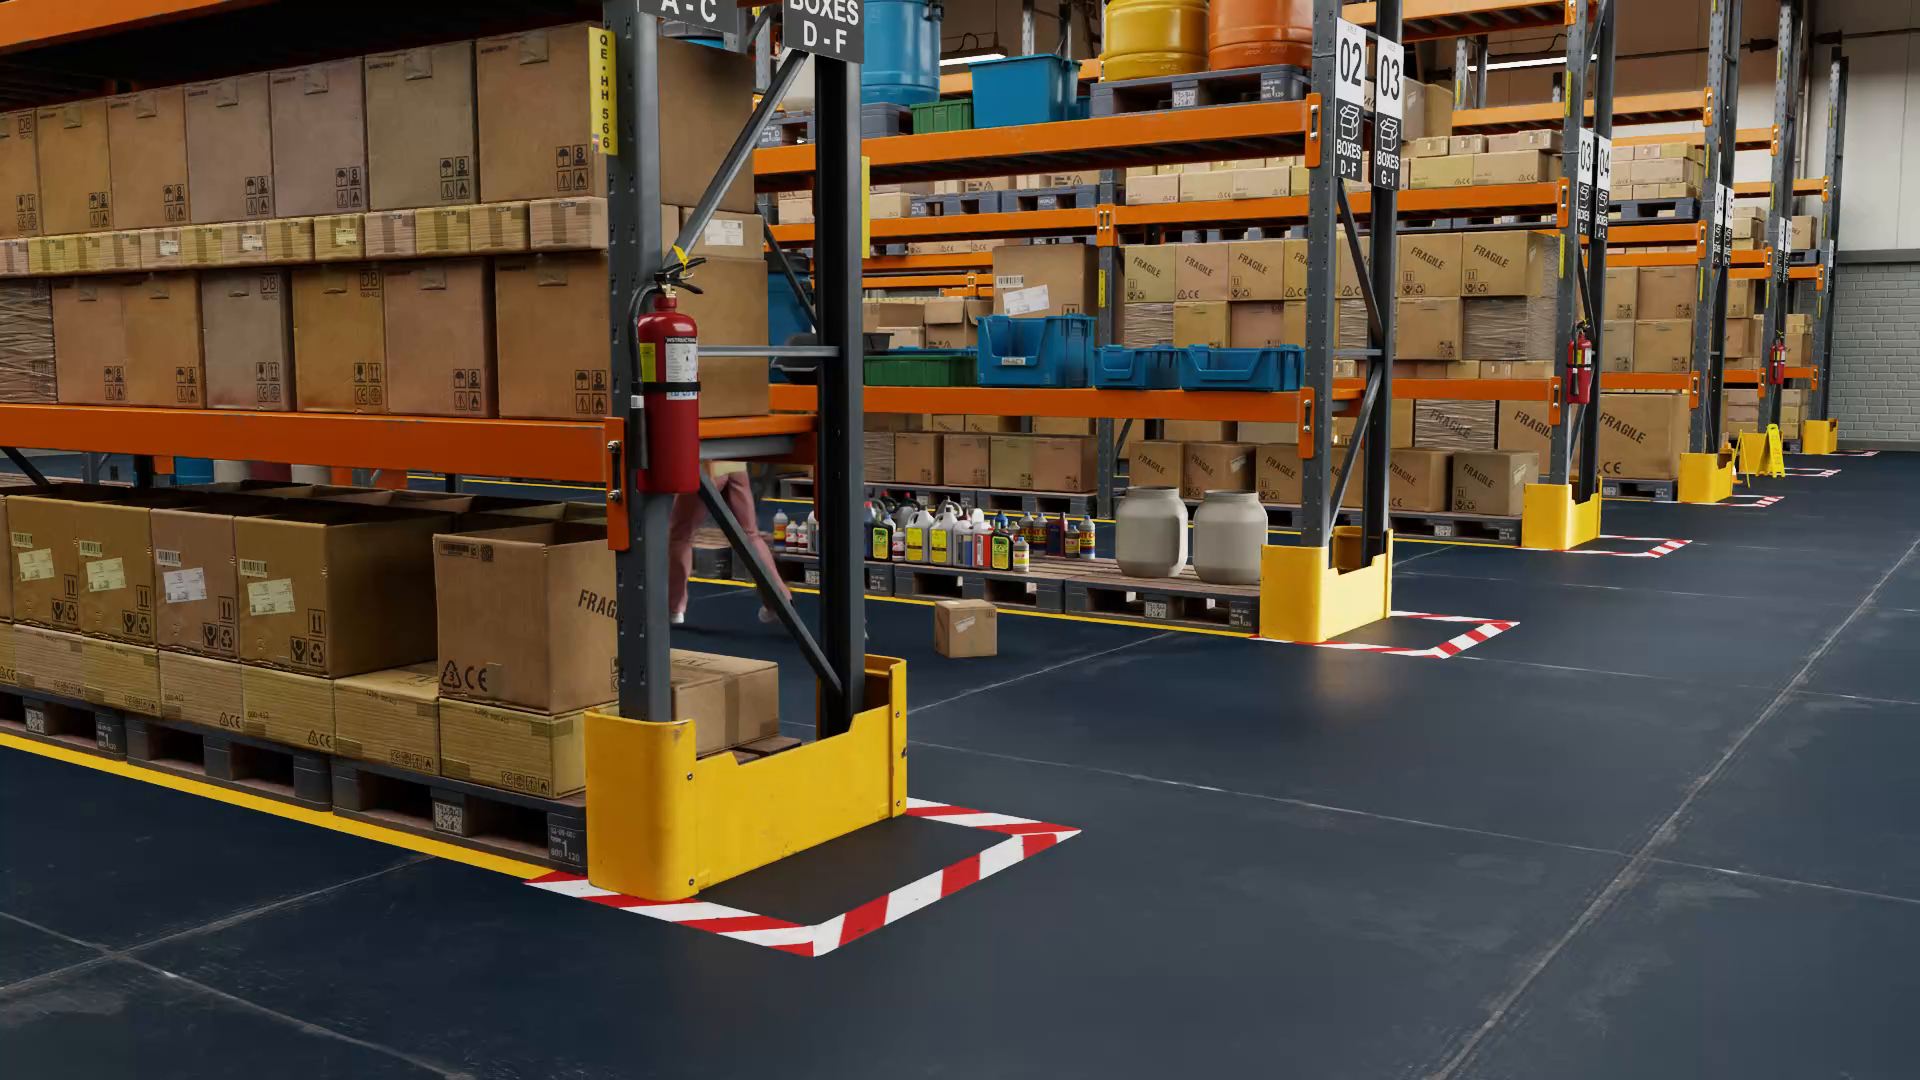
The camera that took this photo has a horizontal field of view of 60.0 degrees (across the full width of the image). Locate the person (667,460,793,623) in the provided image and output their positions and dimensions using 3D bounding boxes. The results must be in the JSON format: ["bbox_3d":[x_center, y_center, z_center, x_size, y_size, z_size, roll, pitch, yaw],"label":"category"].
[{"bbox_3d":[-1.313,-0.337,8.961,1.034,1.619,0.432,6,9,44],"label":"person"}]
